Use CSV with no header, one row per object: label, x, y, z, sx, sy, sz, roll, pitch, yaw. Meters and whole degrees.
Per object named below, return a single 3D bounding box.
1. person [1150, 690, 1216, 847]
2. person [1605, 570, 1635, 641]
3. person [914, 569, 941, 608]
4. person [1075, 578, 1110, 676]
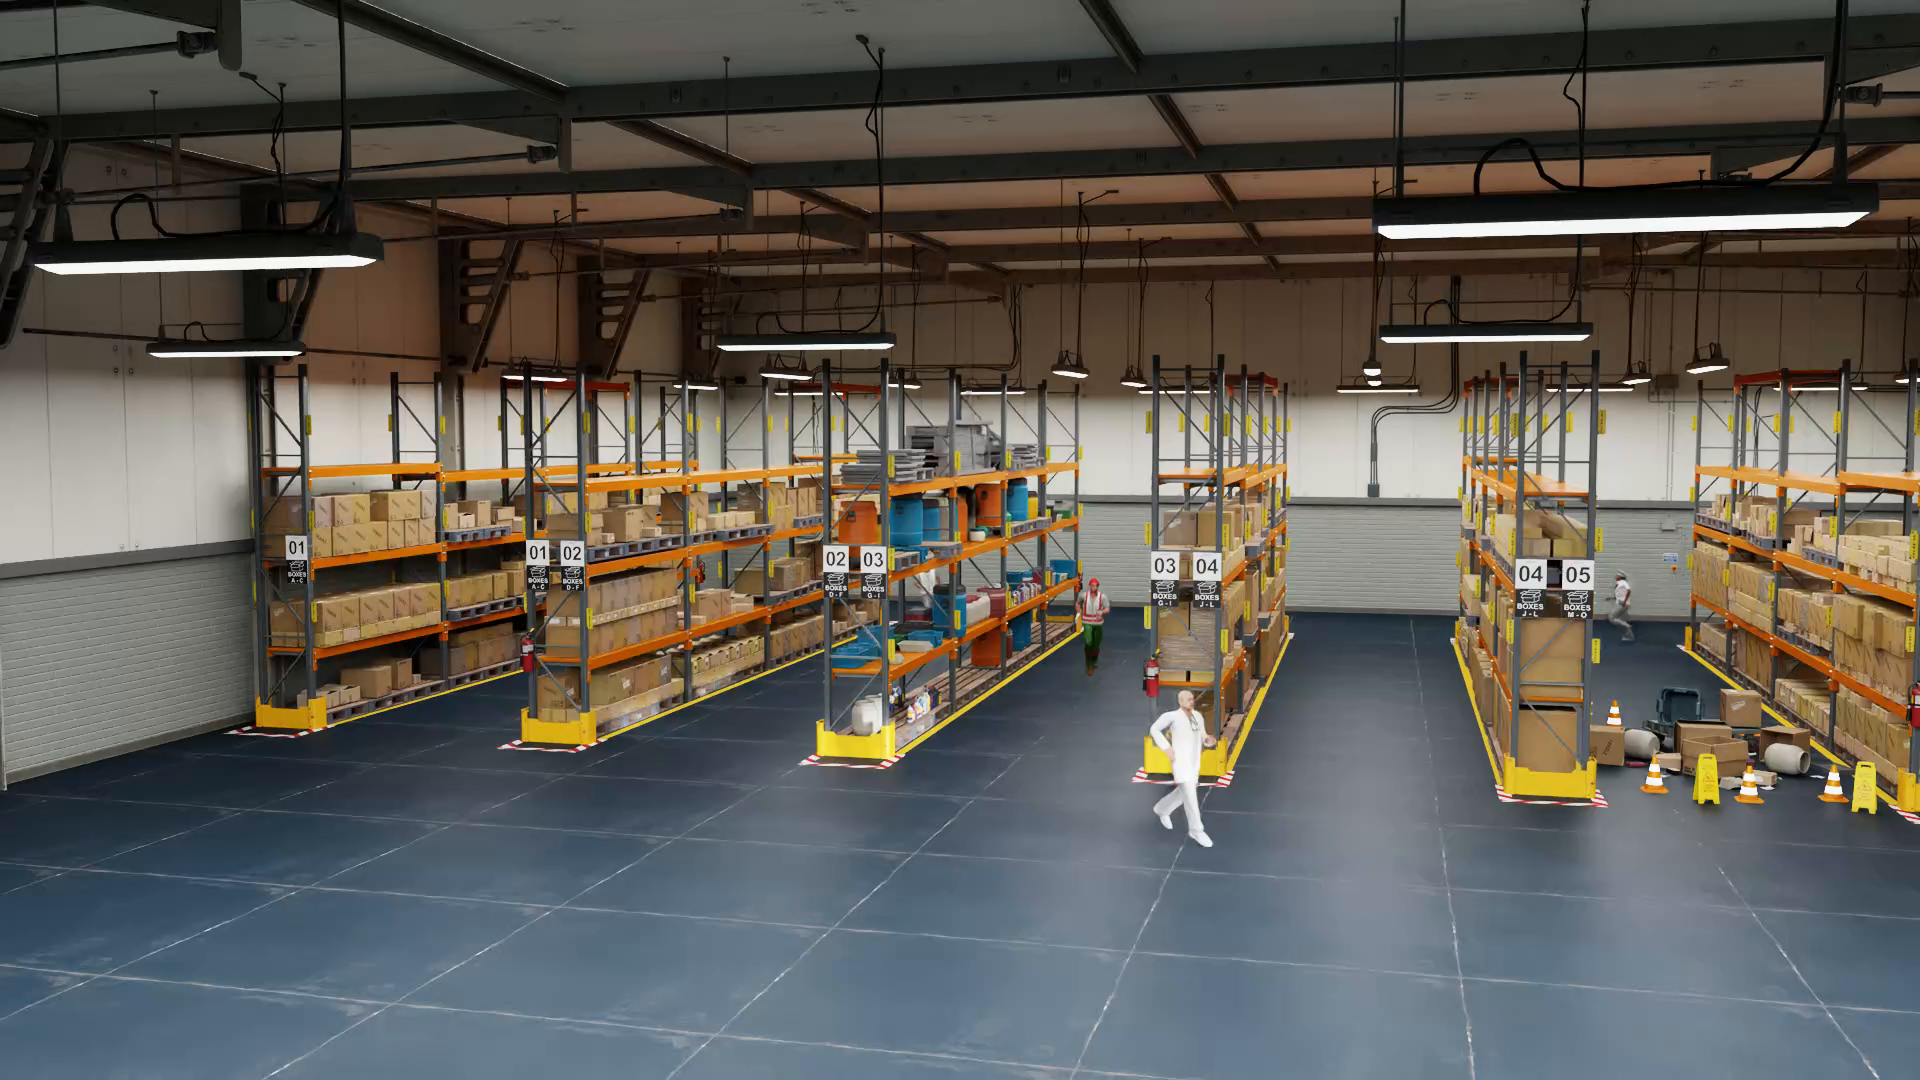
person,2.725,2.714,20.095,0.703,1.805,0.989,-3,5,-40
person,15.334,1.518,38.632,0.682,1.655,0.607,2,4,25
person,-0.783,1.305,40.789,0.692,1.739,0.666,0,4,-4
person,2.528,1.653,31.705,0.645,1.869,0.800,0,4,0
